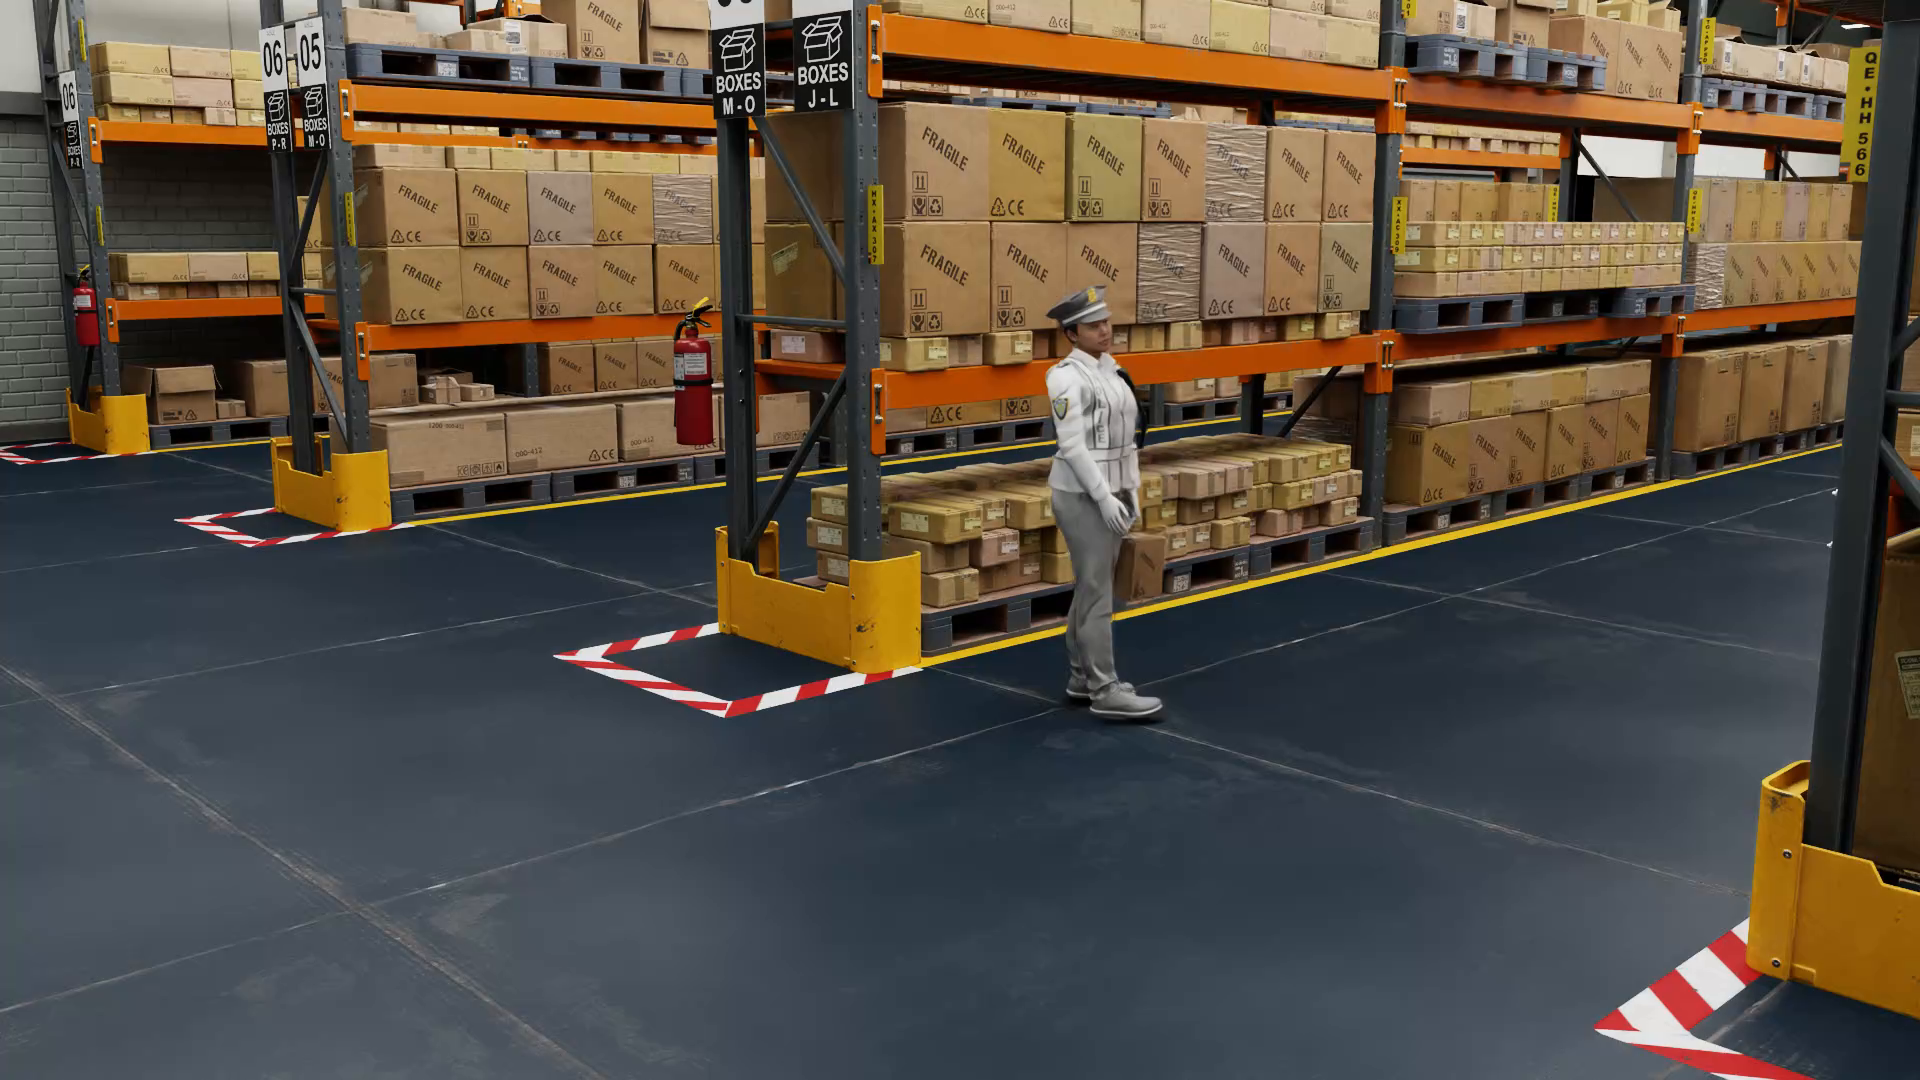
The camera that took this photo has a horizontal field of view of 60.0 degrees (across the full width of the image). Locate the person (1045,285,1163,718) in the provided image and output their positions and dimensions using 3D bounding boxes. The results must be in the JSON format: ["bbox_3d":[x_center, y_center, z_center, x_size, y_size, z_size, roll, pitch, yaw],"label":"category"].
[{"bbox_3d":[0.597,-0.155,6.581,0.526,1.693,0.503,6,12,27],"label":"person"}]
